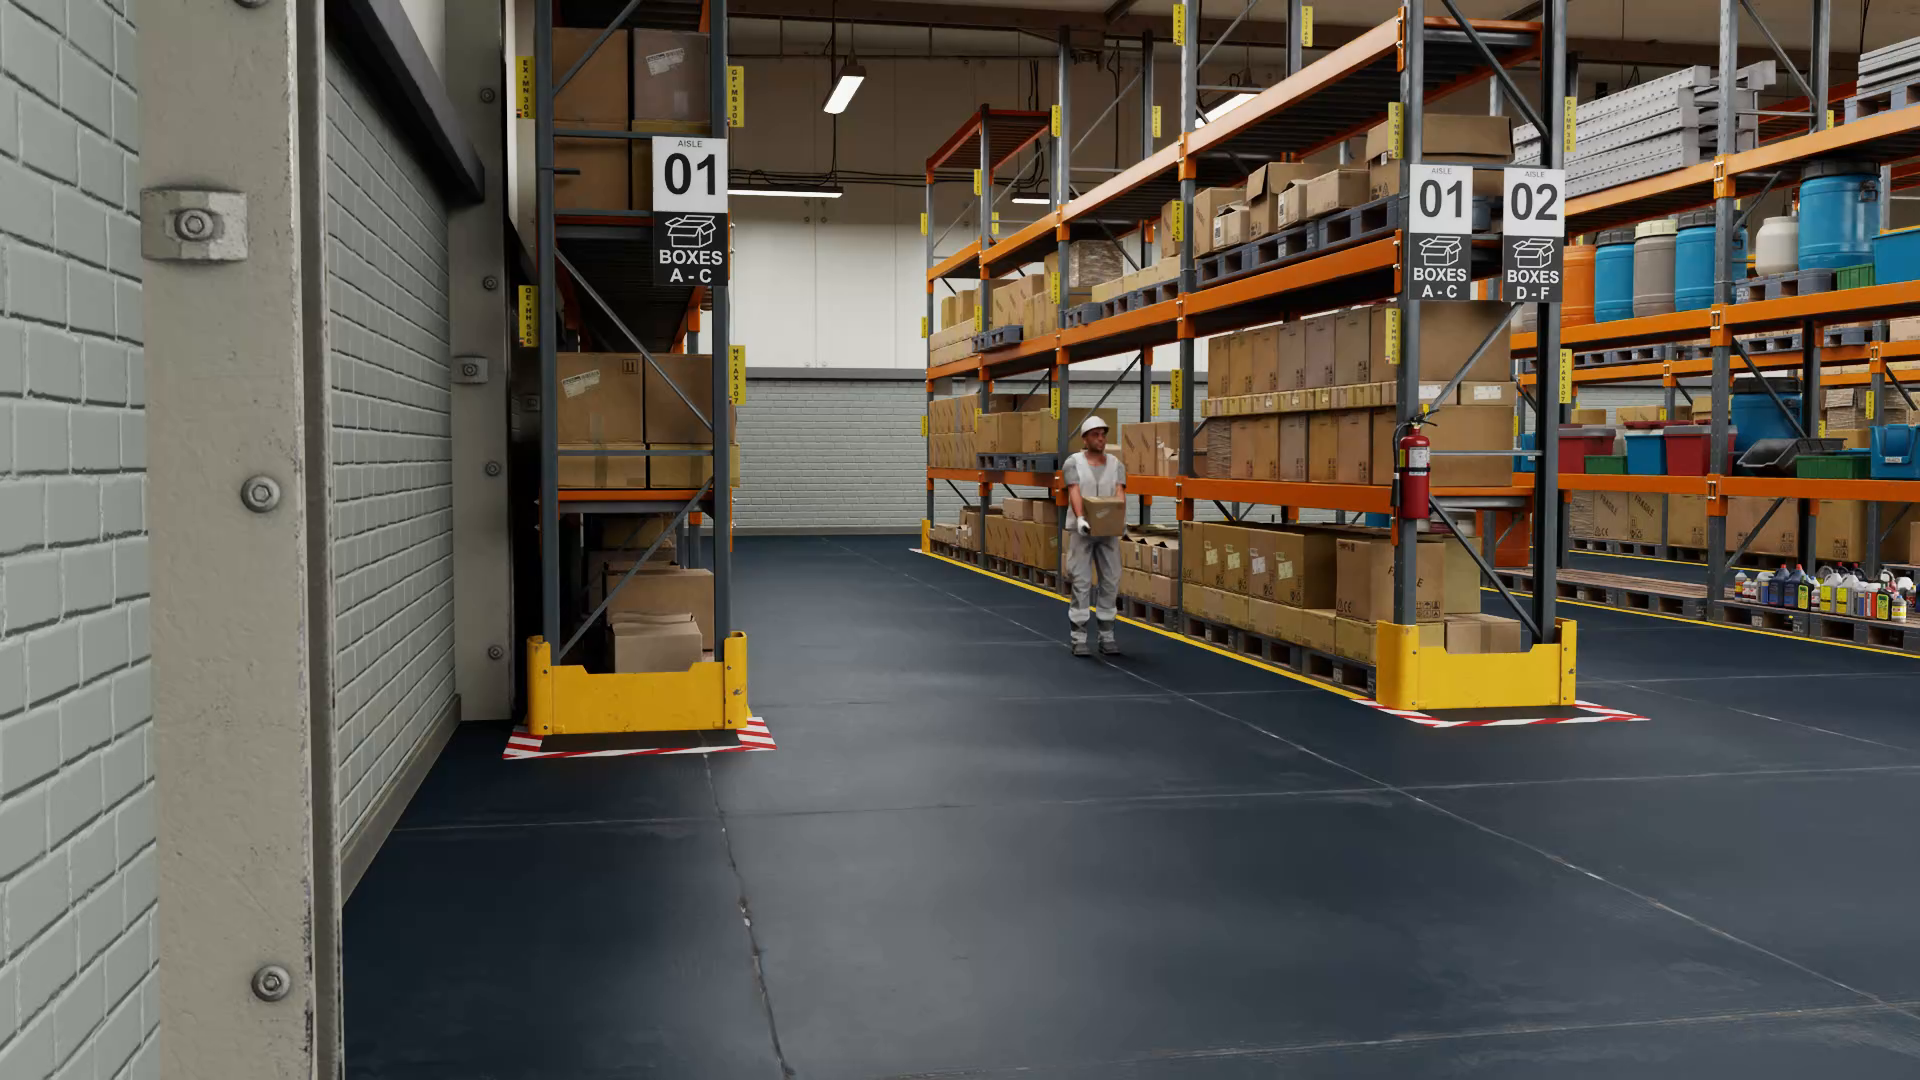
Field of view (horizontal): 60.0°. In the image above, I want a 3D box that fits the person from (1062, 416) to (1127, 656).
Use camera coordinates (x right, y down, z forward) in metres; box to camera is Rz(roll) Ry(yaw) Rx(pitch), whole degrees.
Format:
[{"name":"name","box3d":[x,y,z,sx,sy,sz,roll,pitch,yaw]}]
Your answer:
[{"name":"person","box3d":[1.023,-0.030,12.409,0.474,1.786,0.558,-1,3,-11]}]
